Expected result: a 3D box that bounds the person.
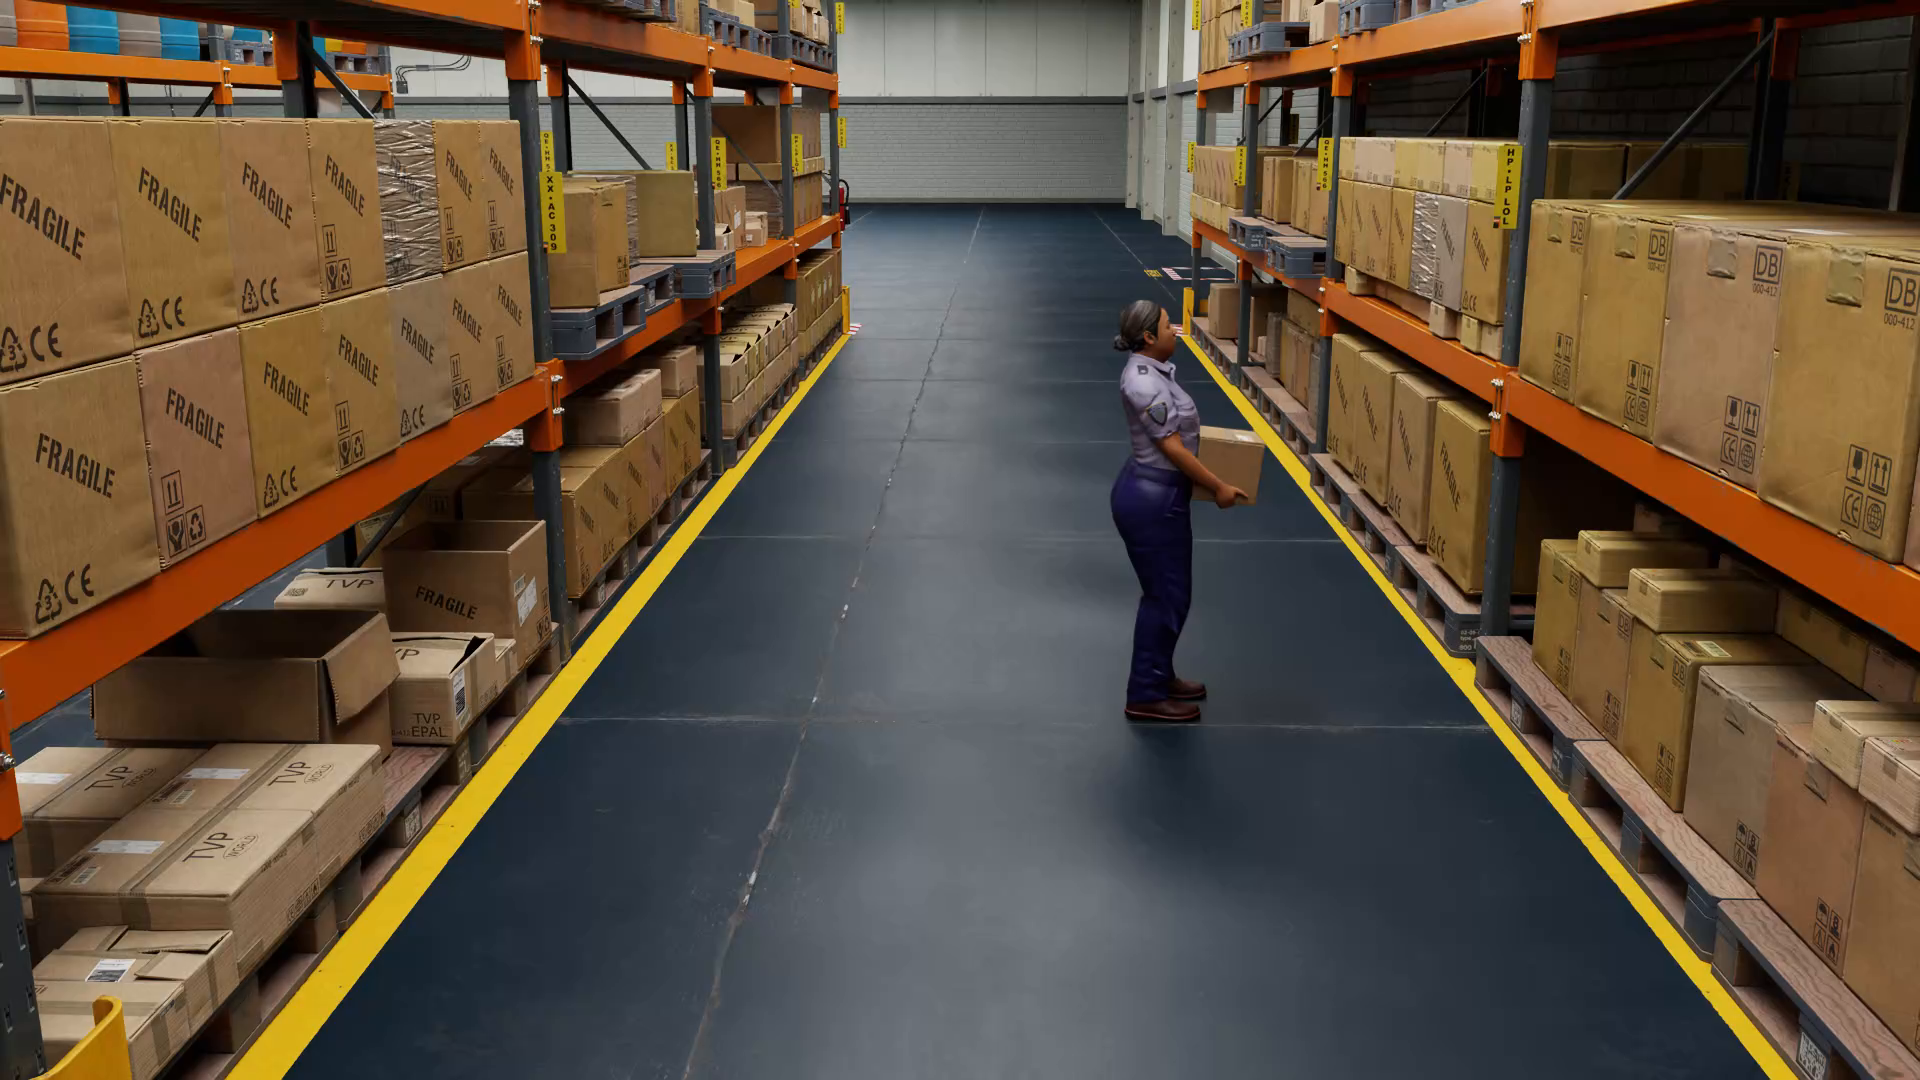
[{"bbox_3d":[0.852,-0.118,6.554,0.522,1.620,0.452,0,14,2],"label":"person"}]
